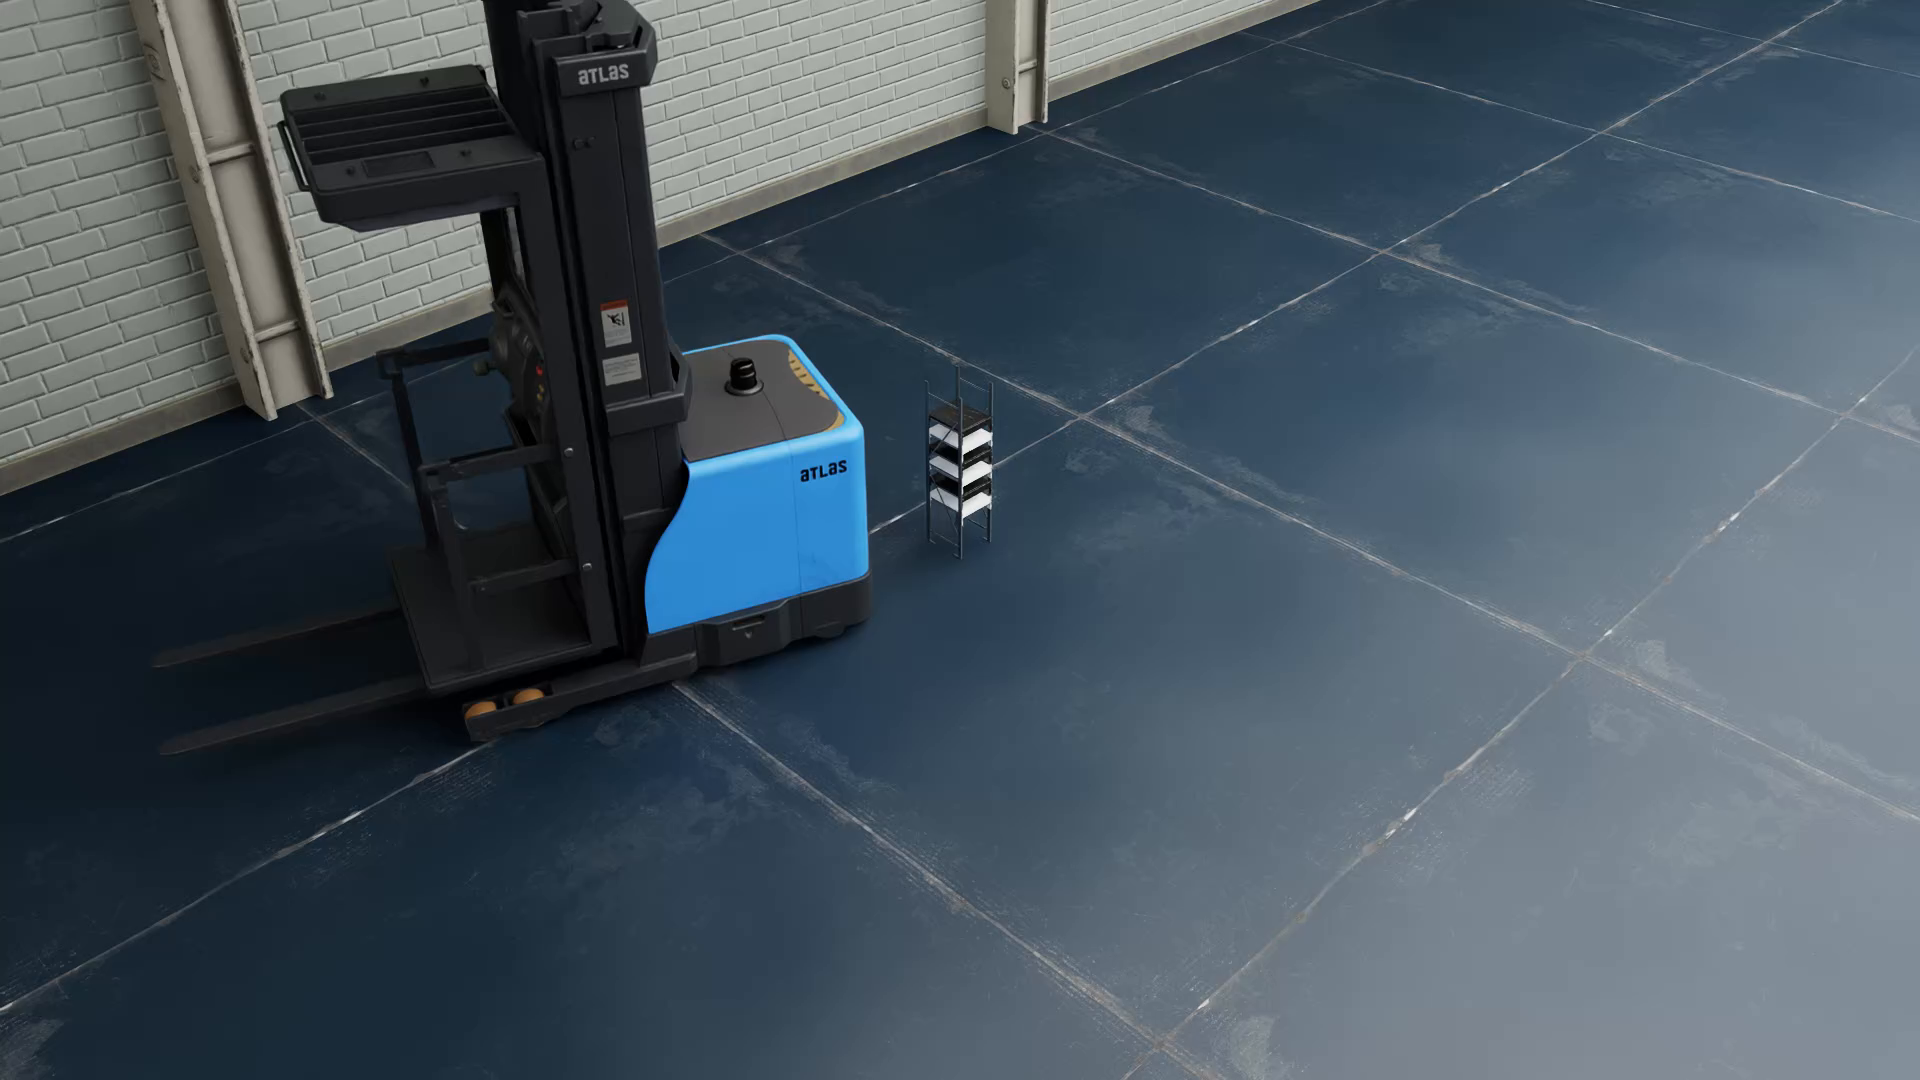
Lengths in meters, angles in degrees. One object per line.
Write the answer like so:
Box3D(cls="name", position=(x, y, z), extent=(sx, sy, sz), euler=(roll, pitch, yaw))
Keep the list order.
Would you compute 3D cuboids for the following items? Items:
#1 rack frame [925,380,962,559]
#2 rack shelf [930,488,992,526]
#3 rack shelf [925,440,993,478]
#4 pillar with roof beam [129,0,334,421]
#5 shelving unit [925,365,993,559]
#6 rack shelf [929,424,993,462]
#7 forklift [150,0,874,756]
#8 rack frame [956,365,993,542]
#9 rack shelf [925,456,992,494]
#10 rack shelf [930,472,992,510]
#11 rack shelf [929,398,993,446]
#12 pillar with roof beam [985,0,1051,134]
Box3D(cls="rack frame", position=(-0.077, -0.325, 7.929), extent=(0.240, 0.900, 0.006), euler=(30, 45, 35))
Box3D(cls="rack shelf", position=(-0.006, -0.191, 8.110), extent=(0.258, 0.077, 0.200), euler=(30, 45, 35))
Box3D(cls="rack shelf", position=(-0.006, -0.412, 7.955), extent=(0.258, 0.077, 0.200), euler=(30, 45, 35))
Box3D(cls="pillar with roof beam", position=(-0.738, -2.754, 4.333), extent=(9.100, 9.000, 0.400), euler=(30, 45, 35))
Box3D(cls="shelving unit", position=(-0.006, -0.366, 7.988), extent=(0.258, 0.900, 0.210), euler=(30, 45, 35))
Box3D(cls="rack shelf", position=(-0.006, -0.486, 7.904), extent=(0.258, 0.077, 0.200), euler=(30, 45, 35))
Box3D(cls="forklift", position=(-1.958, -0.698, 6.689), extent=(3.031, 2.935, 1.130), euler=(-15, 38, -20))
Box3D(cls="rack frame", position=(0.066, -0.407, 8.047), extent=(0.240, 0.900, 0.006), euler=(30, 45, 35))
Box3D(cls="rack shelf", position=(-0.006, -0.338, 8.007), extent=(0.258, 0.077, 0.200), euler=(30, 45, 35))
Box3D(cls="rack shelf", position=(-0.006, -0.265, 8.058), extent=(0.258, 0.077, 0.200), euler=(30, 45, 35))
Box3D(cls="rack shelf", position=(-0.006, -0.560, 7.852), extent=(0.258, 0.077, 0.200), euler=(30, 45, 35))
Box3D(cls="pillar with roof beam", position=(3.490, -5.190, 7.825), extent=(9.100, 9.000, 0.400), euler=(30, 45, 35))
